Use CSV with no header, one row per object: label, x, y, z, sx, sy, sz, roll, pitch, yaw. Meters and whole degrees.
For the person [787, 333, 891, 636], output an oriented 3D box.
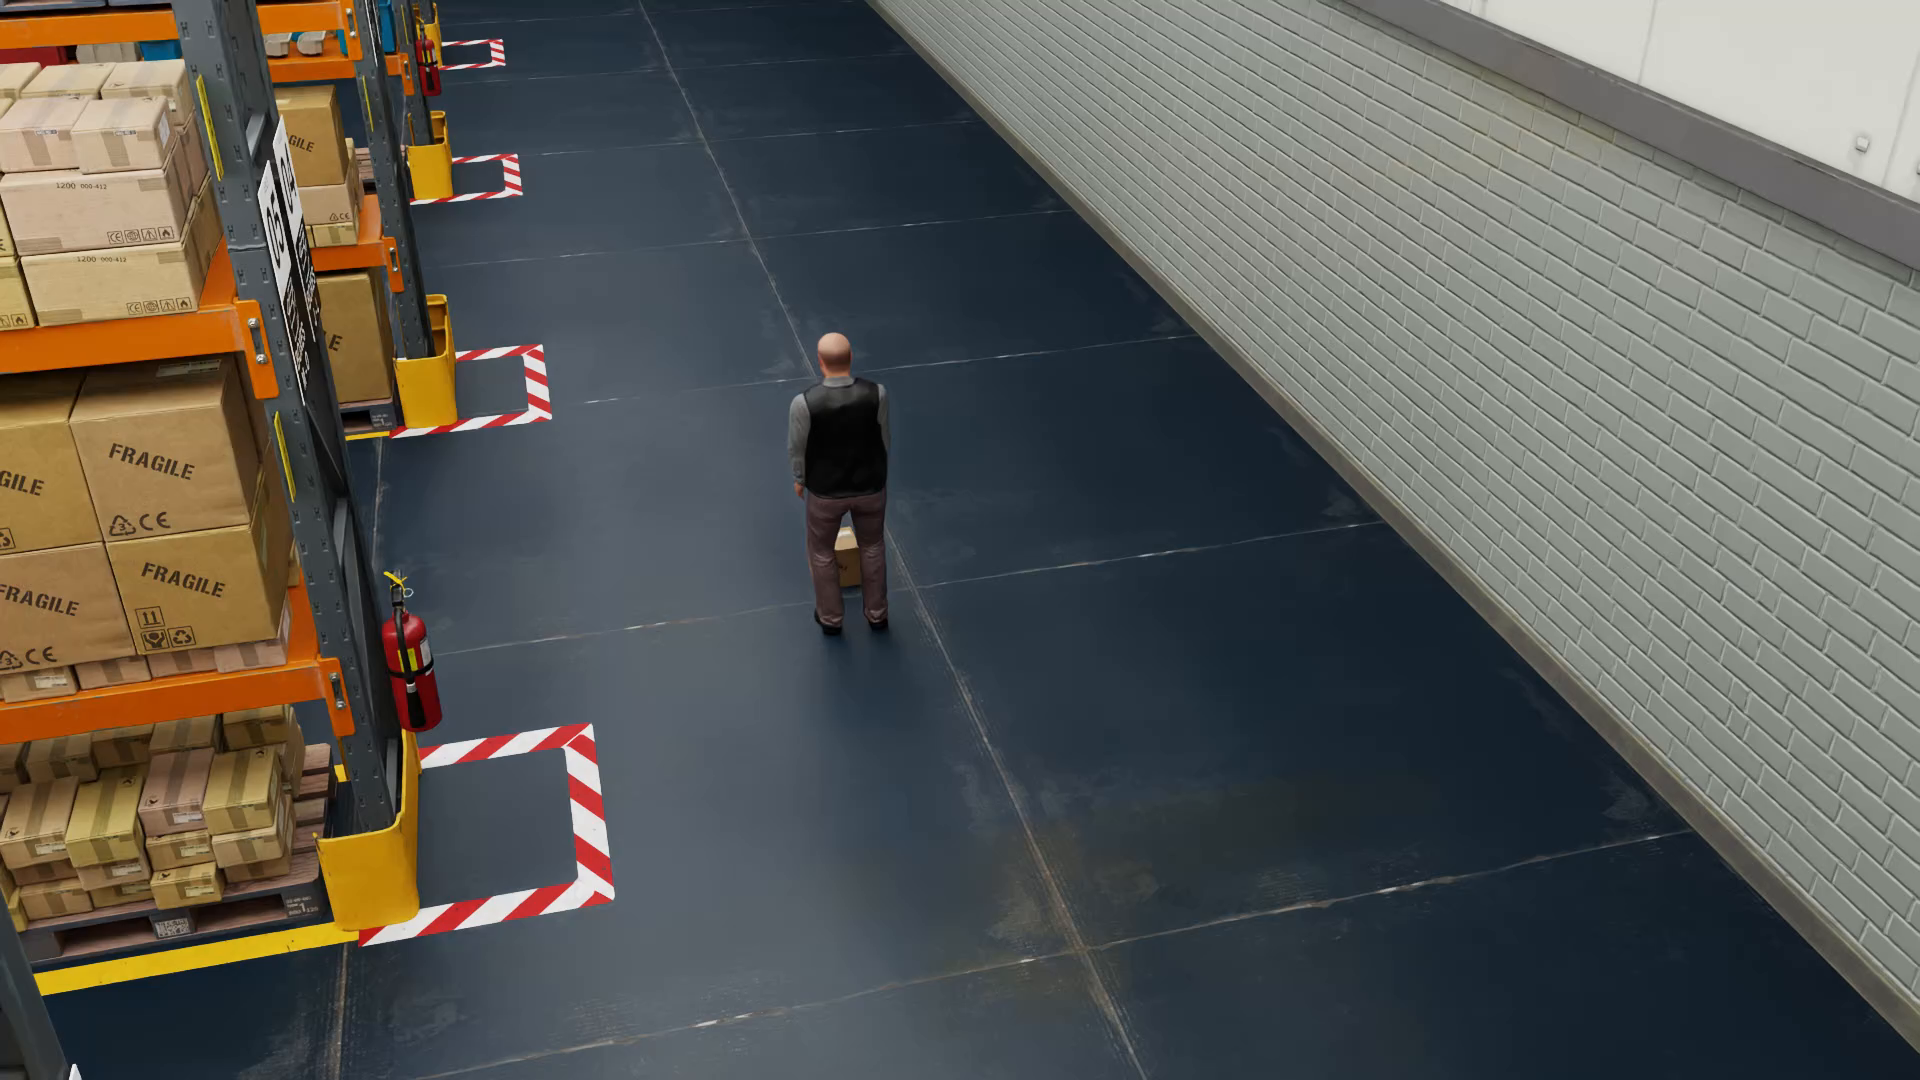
person,-0.626,-0.274,8.771,0.546,1.697,0.378,-7,31,-12
